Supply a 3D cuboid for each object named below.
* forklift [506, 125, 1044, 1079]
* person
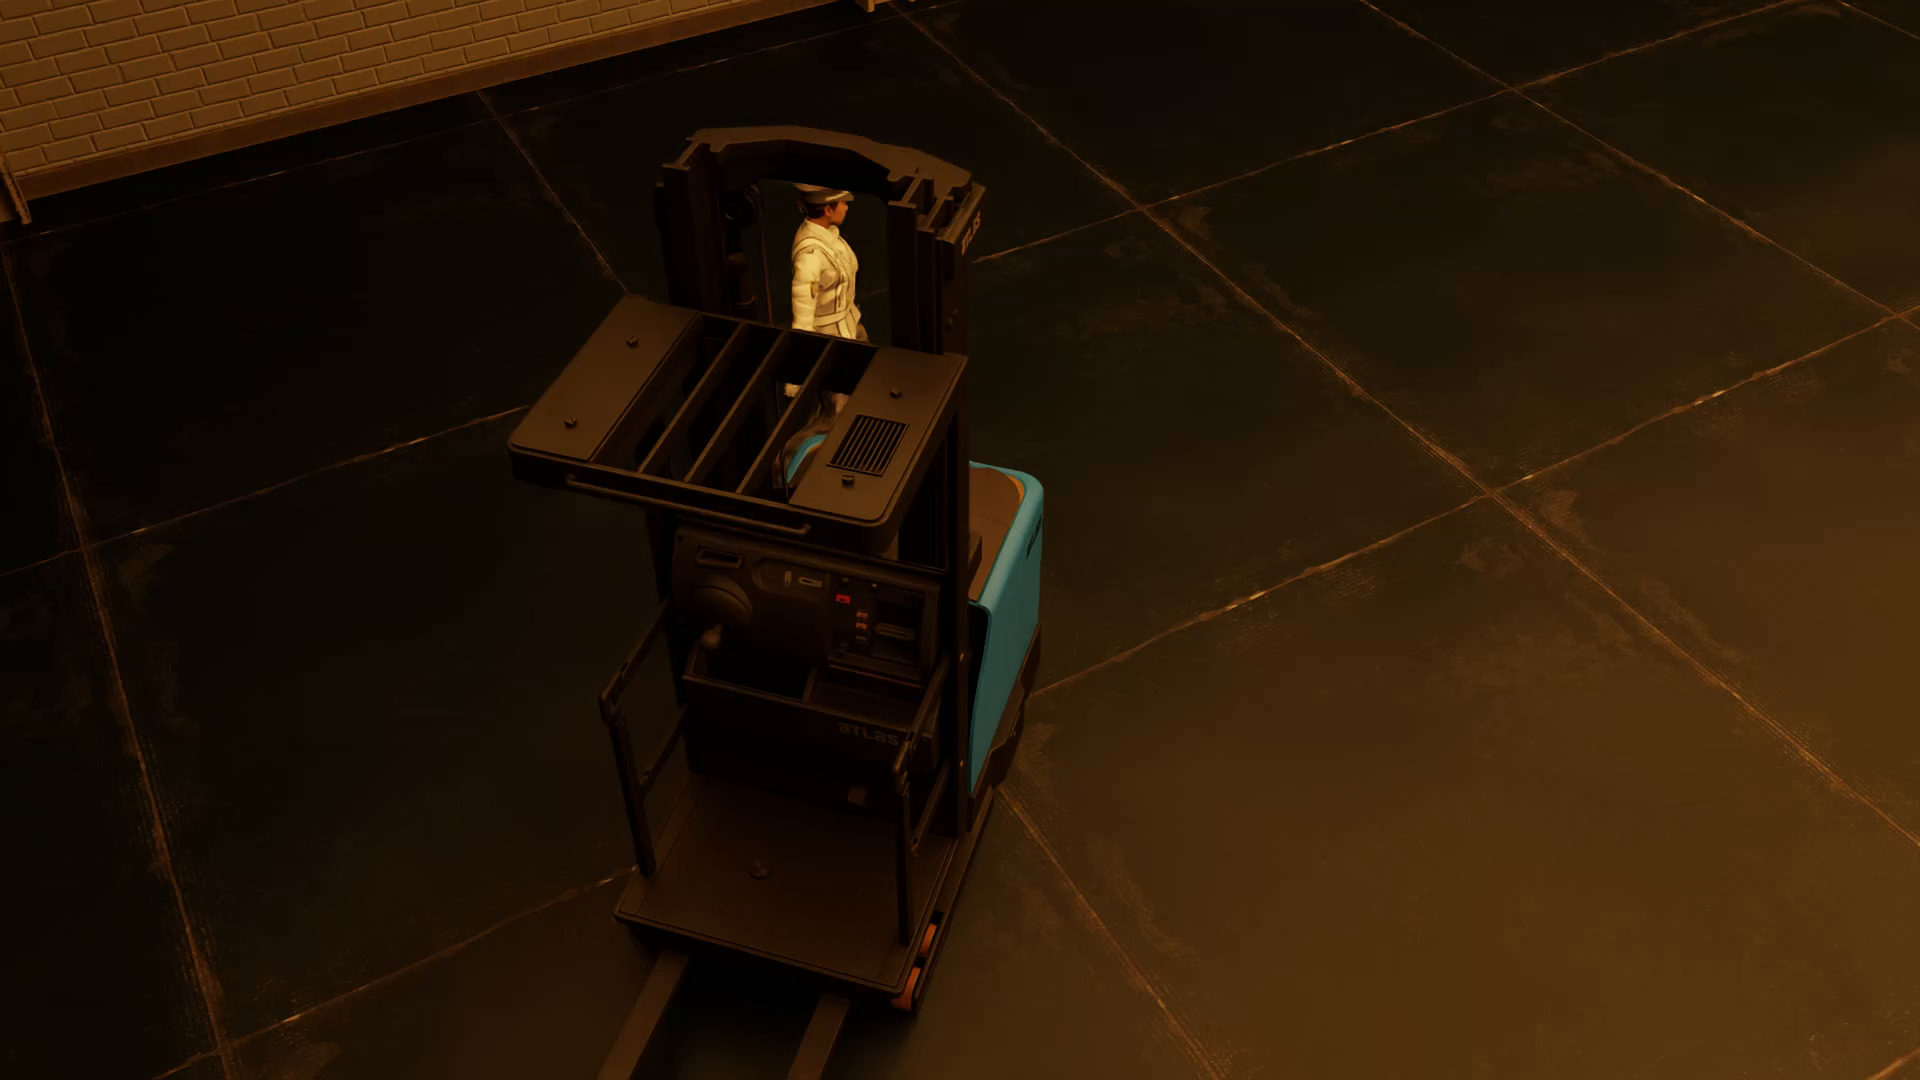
[{"bbox_3d":[-0.580,0.315,5.358,1.130,2.935,3.031,12,44,13],"label":"forklift"},{"bbox_3d":[-0.687,-0.941,7.682,0.464,1.595,0.814,4,43,4],"label":"person"}]
